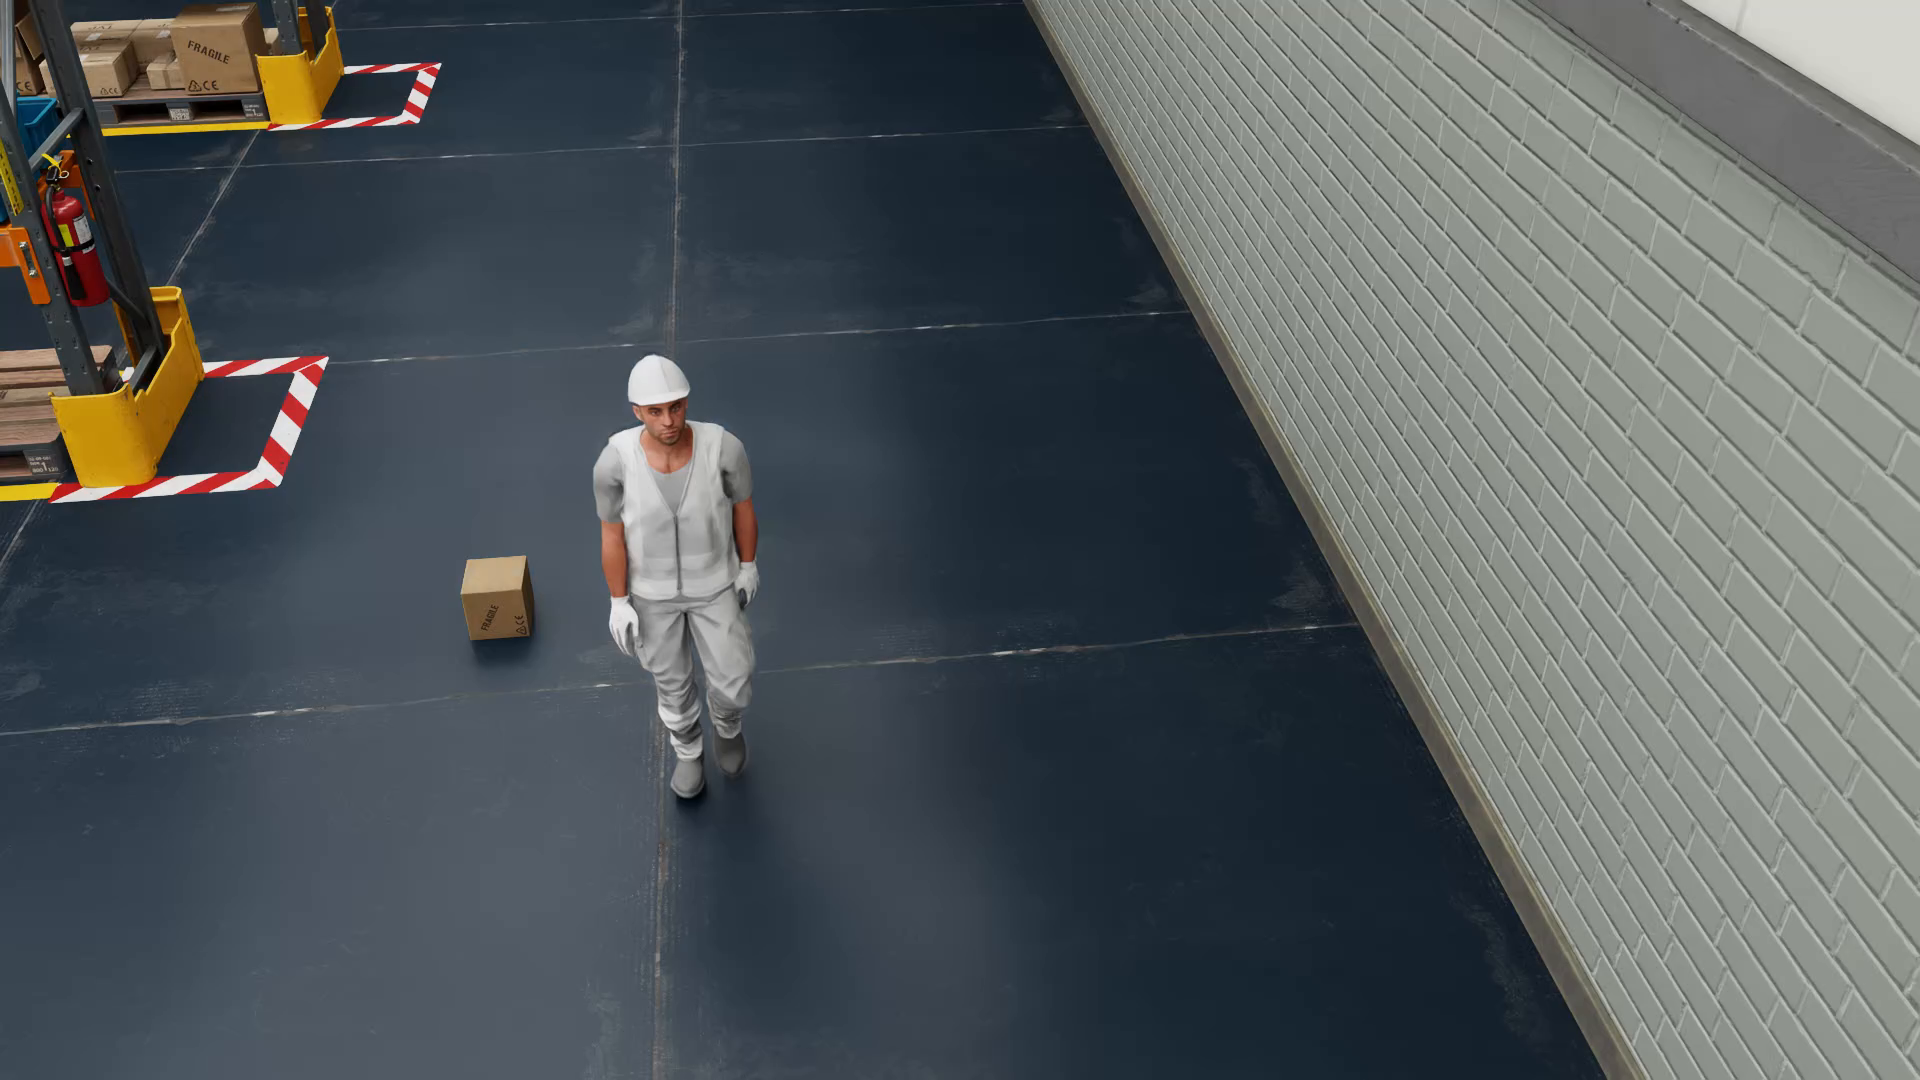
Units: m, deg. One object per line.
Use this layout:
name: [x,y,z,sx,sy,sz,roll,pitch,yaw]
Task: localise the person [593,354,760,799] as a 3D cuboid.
person: [-0.959,0.187,5.816,0.539,1.797,0.449,-5,35,-8]
